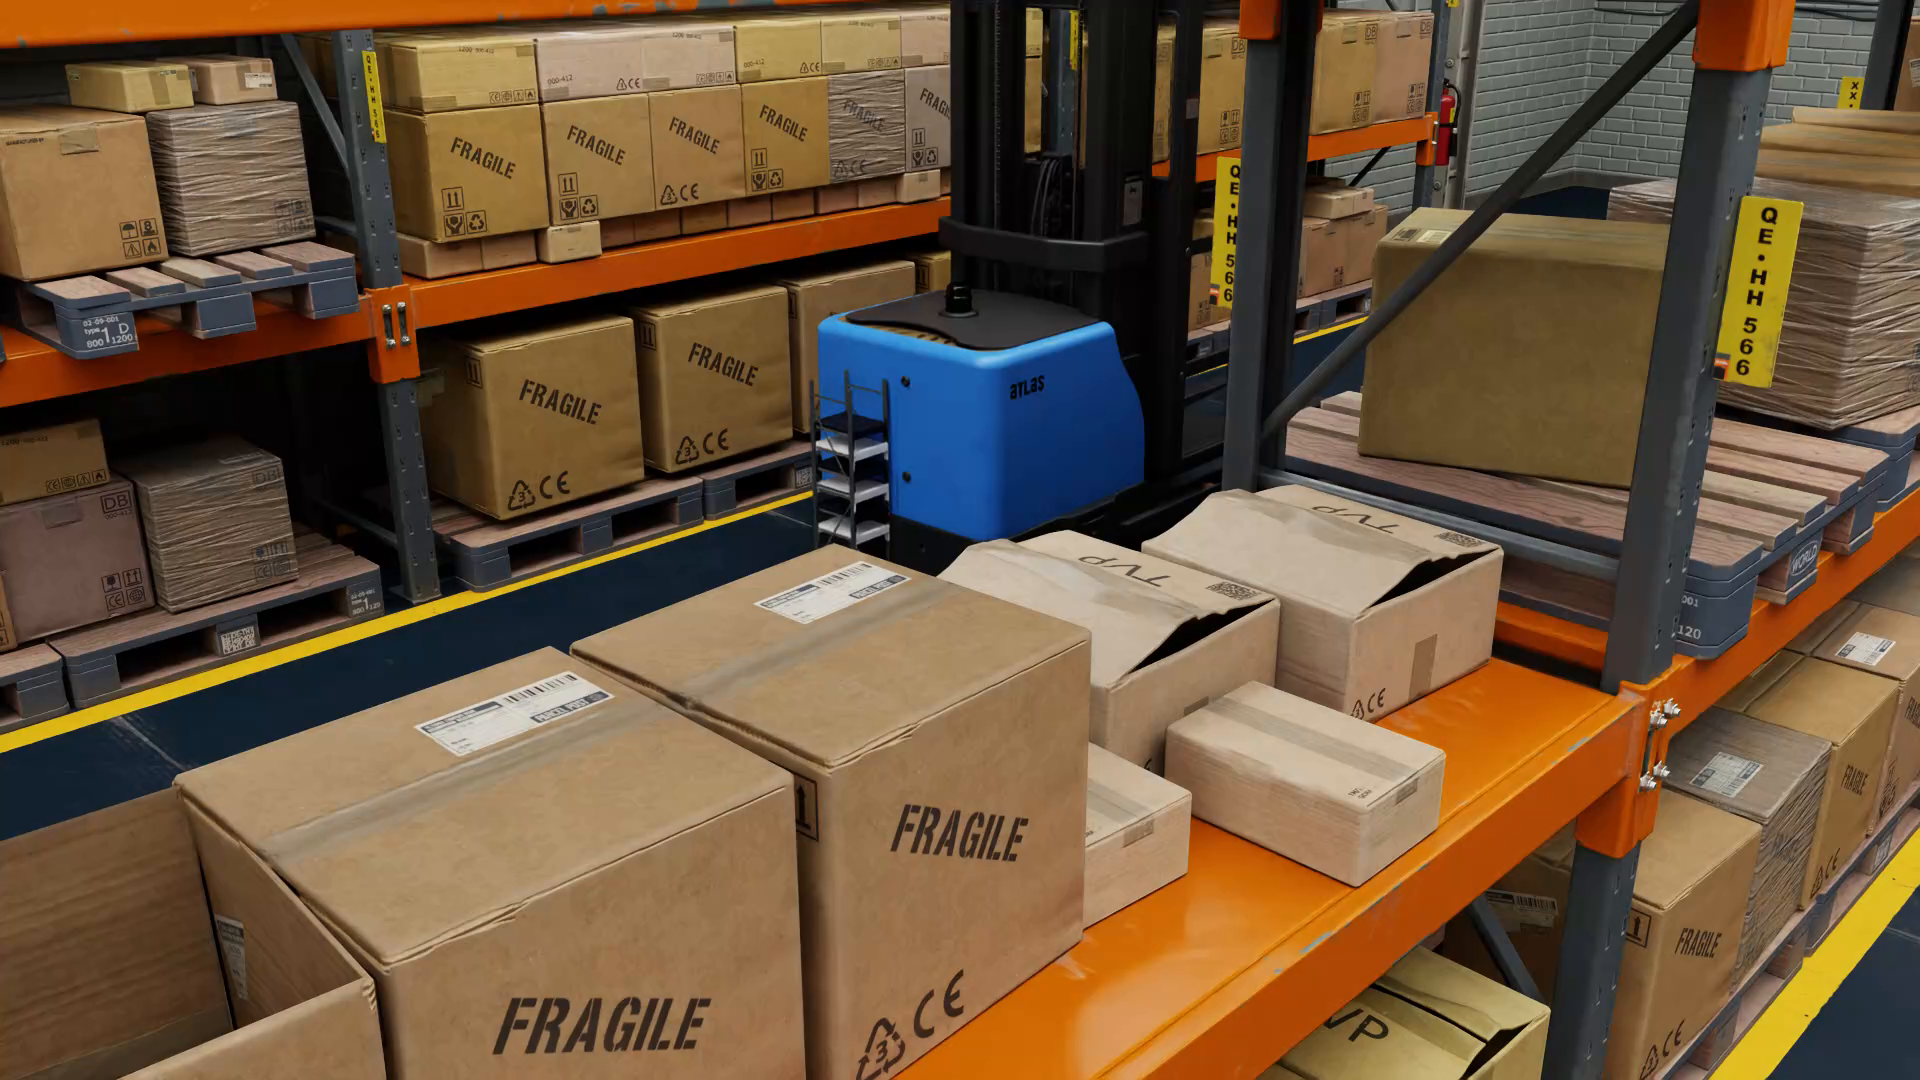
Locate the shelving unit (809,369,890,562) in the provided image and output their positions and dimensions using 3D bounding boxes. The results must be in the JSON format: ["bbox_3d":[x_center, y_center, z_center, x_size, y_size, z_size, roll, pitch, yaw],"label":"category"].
[{"bbox_3d":[-0.455,-0.232,6.925,0.258,0.900,0.210,17,27,38],"label":"shelving unit"}]

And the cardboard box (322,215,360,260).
[{"bbox_3d":[-2.519,-1.307,7.115,0.250,0.149,0.380,-20,28,-41],"label":"cardboard box"}]

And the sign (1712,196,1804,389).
[{"bbox_3d":[1.389,-0.430,2.899,0.100,0.325,0.005,19,28,41],"label":"sign"}]

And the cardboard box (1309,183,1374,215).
[{"bbox_3d":[2.642,-2.372,11.558,0.380,0.149,0.250,19,28,40],"label":"cardboard box"}]

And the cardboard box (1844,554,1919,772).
[{"bbox_3d":[2.939,0.358,5.334,0.500,0.500,0.500,20,29,41],"label":"cardboard box"}]

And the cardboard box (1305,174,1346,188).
[{"bbox_3d":[2.545,-2.532,11.977,0.380,0.149,0.250,20,28,41],"label":"cardboard box"}]

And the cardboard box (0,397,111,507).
[{"bbox_3d":[-3.470,-0.326,6.068,0.500,0.250,0.500,-20,28,-41],"label":"cardboard box"}]

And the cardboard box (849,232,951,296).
[{"bbox_3d":[-0.133,-1.288,9.155,0.750,0.750,0.750,20,28,41],"label":"cardboard box"}]

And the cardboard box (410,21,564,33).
[{"bbox_3d":[-2.068,-2.125,7.296,0.500,0.250,0.500,18,27,39],"label":"cardboard box"}]

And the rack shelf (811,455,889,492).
[{"bbox_3d":[-0.455,-0.285,6.905,0.258,0.077,0.200,17,27,38],"label":"rack shelf"}]

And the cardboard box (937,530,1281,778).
[{"bbox_3d":[0.226,0.195,3.010,0.500,0.311,0.500,19,28,40],"label":"cardboard box"}]

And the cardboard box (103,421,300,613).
[{"bbox_3d":[-3.028,-0.107,6.543,0.500,0.500,0.700,-20,29,-41],"label":"cardboard box"}]

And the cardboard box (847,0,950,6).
[{"bbox_3d":[-0.280,-2.787,9.017,0.500,0.250,0.500,-19,28,-40],"label":"cardboard box"}]

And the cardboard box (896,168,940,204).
[{"bbox_3d":[-0.320,-1.820,8.452,0.380,0.149,0.250,19,28,41],"label":"cardboard box"}]

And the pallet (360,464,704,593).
[{"bbox_3d":[-1.959,-0.149,7.668,1.003,0.211,1.213,19,28,41],"label":"pallet"}]

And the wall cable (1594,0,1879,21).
[{"bbox_3d":[7.220,-6.038,15.070,3.097,2.526,0.112,19,28,41],"label":"wall cable"}]

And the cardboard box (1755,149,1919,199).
[{"bbox_3d":[2.591,-0.829,4.826,0.700,0.500,0.500,12,24,27],"label":"cardboard box"}]

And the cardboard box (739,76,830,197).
[{"bbox_3d":[-0.964,-1.918,7.801,0.500,0.500,0.500,-19,28,-41],"label":"cardboard box"}]

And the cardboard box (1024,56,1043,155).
[{"bbox_3d":[0.086,-2.308,8.817,0.500,0.500,0.500,19,28,40],"label":"cardboard box"}]

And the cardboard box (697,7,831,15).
[{"bbox_3d":[-0.986,-2.520,8.324,0.500,0.250,0.500,18,27,39],"label":"cardboard box"}]

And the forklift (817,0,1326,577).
[{"bbox_3d":[0.731,-1.583,7.608,1.130,2.935,3.031,17,27,38],"label":"forklift"}]

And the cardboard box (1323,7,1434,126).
[{"bbox_3d":[2.669,-3.330,11.638,0.700,0.700,0.980,-19,28,-40],"label":"cardboard box"}]

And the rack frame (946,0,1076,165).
[{"bbox_3d":[0.228,-2.295,9.364,1.000,3.000,0.127,19,28,41],"label":"rack frame"}]

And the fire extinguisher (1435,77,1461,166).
[{"bbox_3d":[3.454,-3.036,11.921,0.296,0.674,0.183,19,28,41],"label":"fire extinguisher"}]

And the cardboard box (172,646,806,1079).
[{"bbox_3d":[-0.537,0.496,1.963,0.500,0.500,0.500,19,28,41],"label":"cardboard box"}]

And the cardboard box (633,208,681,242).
[{"bbox_3d":[-1.477,-1.460,7.513,0.250,0.149,0.380,-19,28,-41],"label":"cardboard box"}]

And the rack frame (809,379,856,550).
[{"bbox_3d":[-0.522,-0.205,6.854,0.240,0.900,0.006,17,27,38],"label":"rack frame"}]

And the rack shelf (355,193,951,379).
[{"bbox_3d":[-1.168,-1.445,8.156,1.077,0.370,4.000,19,28,41],"label":"rack shelf"}]

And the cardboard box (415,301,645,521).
[{"bbox_3d":[-1.956,-0.615,7.406,0.750,0.750,0.750,19,28,40],"label":"cardboard box"}]

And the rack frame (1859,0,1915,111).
[{"bbox_3d":[3.779,-1.056,6.141,1.000,3.000,0.127,19,28,41],"label":"rack frame"}]

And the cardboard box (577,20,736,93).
[{"bbox_3d":[-1.341,-2.132,7.312,0.500,0.250,0.500,20,28,41],"label":"cardboard box"}]

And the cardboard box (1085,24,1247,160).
[{"bbox_3d":[1.131,-2.757,10.147,0.980,0.700,0.700,18,28,39],"label":"cardboard box"}]

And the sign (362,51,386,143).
[{"bbox_3d":[-2.168,-1.637,6.149,0.100,0.325,0.005,19,28,41],"label":"sign"}]

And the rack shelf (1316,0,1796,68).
[{"bbox_3d":[2.384,-1.606,4.395,1.077,0.370,4.000,19,28,41],"label":"rack shelf"}]

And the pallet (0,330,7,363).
[{"bbox_3d":[-3.915,-0.658,5.373,1.003,0.211,1.213,19,28,41],"label":"pallet"}]

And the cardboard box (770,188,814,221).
[{"bbox_3d":[-0.917,-1.648,8.004,0.250,0.149,0.380,-19,28,-40],"label":"cardboard box"}]

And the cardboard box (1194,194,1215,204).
[{"bbox_3d":[1.662,-2.206,11.128,0.380,0.149,0.250,20,28,41],"label":"cardboard box"}]

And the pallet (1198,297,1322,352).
[{"bbox_3d":[1.665,-1.484,11.142,1.003,0.211,1.213,19,28,41],"label":"pallet"}]

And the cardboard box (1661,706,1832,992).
[{"bbox_3d":[1.872,0.752,4.308,0.500,0.500,0.500,18,27,39],"label":"cardboard box"}]

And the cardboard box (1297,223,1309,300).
[{"bbox_3d":[1.902,-1.889,11.208,0.700,0.500,0.500,18,27,39],"label":"cardboard box"}]

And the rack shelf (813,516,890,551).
[{"bbox_3d":[-0.455,-0.033,7.002,0.258,0.077,0.200,17,27,38],"label":"rack shelf"}]

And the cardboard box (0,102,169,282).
[{"bbox_3d":[-3.254,-1.245,5.880,0.700,0.500,0.500,16,26,36],"label":"cardboard box"}]

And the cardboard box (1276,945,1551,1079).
[{"bbox_3d":[0.800,0.994,3.273,0.500,0.311,0.500,-19,28,-41],"label":"cardboard box"}]

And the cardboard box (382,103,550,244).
[{"bbox_3d":[-2.041,-1.522,6.773,0.500,0.500,0.500,-19,28,-40],"label":"cardboard box"}]

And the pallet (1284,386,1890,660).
[{"bbox_3d":[1.411,-0.130,3.999,1.213,0.211,1.003,19,28,41],"label":"pallet"}]

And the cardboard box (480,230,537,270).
[{"bbox_3d":[-1.985,-1.248,6.963,0.250,0.149,0.380,-20,29,-41],"label":"cardboard box"}]
